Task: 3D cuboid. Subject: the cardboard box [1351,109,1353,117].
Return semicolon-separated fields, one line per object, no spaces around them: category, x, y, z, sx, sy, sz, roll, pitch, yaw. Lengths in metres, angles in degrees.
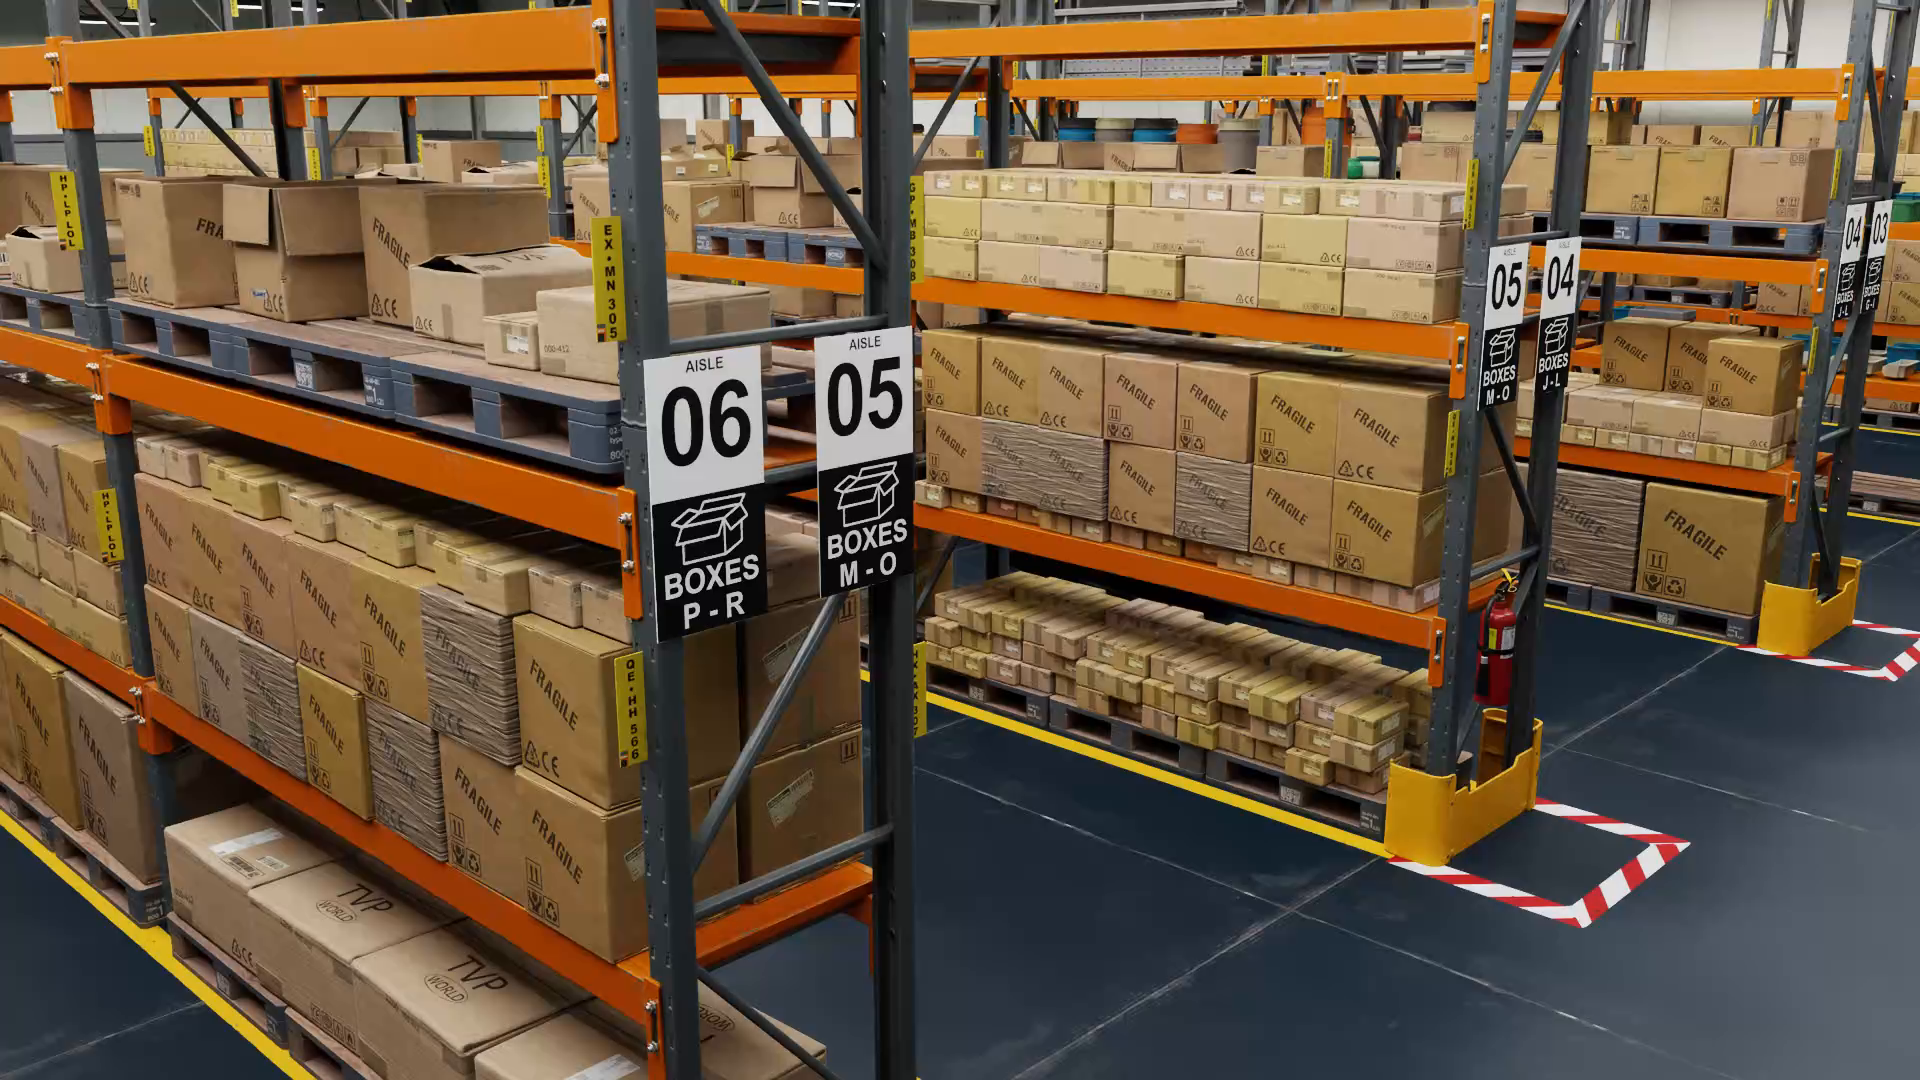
cardboard box;7.063;-7.664;30.546;0.500;0.500;0.500;-13;20;-41

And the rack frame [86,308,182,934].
rack frame;-3.418;0.358;7.926;0.127;3.000;1.000;14;20;42

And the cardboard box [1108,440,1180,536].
cardboard box;1.232;-0.349;9.854;0.500;0.500;0.500;-13;20;-41

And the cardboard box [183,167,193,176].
cardboard box;-8.305;-4.033;18.298;0.250;0.149;0.380;14;20;42

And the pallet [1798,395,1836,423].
pallet;10.833;-1.768;21.618;1.213;0.211;1.003;14;20;42

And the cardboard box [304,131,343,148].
cardboard box;-6.298;-3.932;16.327;0.250;0.149;0.380;13;20;42

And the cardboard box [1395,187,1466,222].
cardboard box;2.382;-1.677;8.302;0.250;0.149;0.380;13;20;42

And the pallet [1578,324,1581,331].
pallet;10.334;-3.626;28.746;1.213;0.211;1.003;14;20;42

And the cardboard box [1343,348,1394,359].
cardboard box;3.628;-1.745;14.217;0.500;0.500;0.500;14;20;42

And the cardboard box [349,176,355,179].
cardboard box;-6.027;-3.710;17.058;0.250;0.149;0.380;14;20;42

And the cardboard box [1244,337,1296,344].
cardboard box;2.995;-2.085;15.114;0.637;0.503;0.797;13;19;41

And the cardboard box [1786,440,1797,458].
cardboard box;6.314;-0.741;12.643;0.250;0.149;0.380;14;20;43

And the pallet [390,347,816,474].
pallet;-1.079;-0.478;5.363;1.213;0.211;1.003;14;20;42

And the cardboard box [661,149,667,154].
cardboard box;-2.463;-2.917;12.832;0.258;0.266;0.396;14;20;42

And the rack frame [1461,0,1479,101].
rack frame;7.460;-6.841;23.658;0.127;3.000;1.000;14;20;42

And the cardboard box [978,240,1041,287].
cardboard box;0.463;-1.722;10.258;0.500;0.250;0.500;13;20;41

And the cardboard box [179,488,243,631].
cardboard box;-2.884;0.043;6.955;0.500;0.500;0.500;13;20;41

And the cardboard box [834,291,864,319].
cardboard box;-0.986;-2.807;19.037;0.797;0.503;0.637;-12;19;-39

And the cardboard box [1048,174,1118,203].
cardboard box;0.735;-2.094;9.905;0.250;0.149;0.380;13;19;40

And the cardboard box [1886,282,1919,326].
cardboard box;11.614;-2.882;20.164;0.500;0.500;0.500;13;20;41

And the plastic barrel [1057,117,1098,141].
plastic barrel;1.657;-5.384;23.022;0.708;0.901;0.600;14;20;42

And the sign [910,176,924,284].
sign;-0.149;-0.954;5.124;0.005;0.325;0.100;14;20;42

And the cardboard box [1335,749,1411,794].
cardboard box;2.301;1.264;9.270;0.250;0.149;0.380;14;20;43

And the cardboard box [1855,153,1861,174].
cardboard box;10.878;-4.642;20.472;0.500;0.250;0.500;14;20;42

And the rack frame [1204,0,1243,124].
rack frame;5.137;-9.141;32.485;0.127;3.000;1.000;14;20;42

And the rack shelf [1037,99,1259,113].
rack shelf;3.141;-7.350;27.830;4.000;0.370;1.077;14;20;42

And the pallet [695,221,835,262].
pallet;-1.174;-2.227;12.271;1.003;0.211;1.213;14;20;42

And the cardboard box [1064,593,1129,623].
cardboard box;0.911;0.485;11.081;0.380;0.149;0.250;-14;20;-42

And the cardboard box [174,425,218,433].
cardboard box;-3.535;-0.303;8.283;0.500;0.500;0.500;14;20;43

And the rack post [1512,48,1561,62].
rack post;6.314;-5.359;18.121;0.954;0.300;0.937;13;20;41

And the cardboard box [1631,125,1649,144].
cardboard box;9.066;-5.324;22.555;0.600;0.600;0.600;13;19;40

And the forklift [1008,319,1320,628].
forklift;1.776;-0.914;12.945;1.130;2.935;3.031;-13;20;-41

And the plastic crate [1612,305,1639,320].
plastic crate;7.472;-2.341;18.199;0.575;0.384;0.392;14;20;42

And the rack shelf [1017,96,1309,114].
rack shelf;2.580;-5.751;21.695;4.000;0.370;1.077;14;20;42

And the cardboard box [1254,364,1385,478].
cardboard box;1.958;-0.658;9.054;0.500;0.500;0.500;13;19;40

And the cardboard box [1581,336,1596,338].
cardboard box;9.051;-2.639;23.514;0.500;0.500;0.500;13;19;40

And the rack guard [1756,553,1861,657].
rack guard;6.358;0.473;12.442;0.348;0.500;1.175;14;20;42

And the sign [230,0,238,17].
sign;-8.306;-6.148;18.987;0.005;0.325;0.100;14;20;42

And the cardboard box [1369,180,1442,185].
cardboard box;2.434;-1.878;9.076;0.250;0.149;0.380;14;20;42

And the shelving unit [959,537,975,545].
shelving unit;0.006;-0.434;15.131;0.210;0.900;0.258;14;20;42

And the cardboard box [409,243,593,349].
cardboard box;-1.581;-0.873;5.847;0.500;0.311;0.500;-14;20;-43

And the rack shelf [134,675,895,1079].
rack shelf;-1.978;1.056;6.674;4.000;0.370;1.077;14;20;42

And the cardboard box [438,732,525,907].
cardboard box;-1.420;0.883;5.714;0.500;0.500;0.500;13;20;41

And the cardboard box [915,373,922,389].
cardboard box;-0.224;-1.128;12.114;0.380;0.149;0.250;-14;20;-43

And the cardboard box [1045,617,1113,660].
cardboard box;0.753;0.624;10.549;0.380;0.149;0.250;-14;20;-43

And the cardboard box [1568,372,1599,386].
cardboard box;5.065;-1.214;13.666;0.500;0.250;0.500;13;20;41

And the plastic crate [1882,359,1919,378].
plastic crate;9.066;-1.651;16.041;0.243;0.136;0.396;14;20;42

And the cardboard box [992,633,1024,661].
cardboard box;0.429;0.660;10.999;0.250;0.149;0.380;14;20;42

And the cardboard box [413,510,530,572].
cardboard box;-1.671;0.006;5.812;0.250;0.149;0.380;13;20;42

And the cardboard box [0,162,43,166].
cardboard box;-5.921;-2.008;10.021;0.637;0.503;0.797;12;19;39

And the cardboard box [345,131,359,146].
cardboard box;-6.024;-4.095;16.955;0.250;0.149;0.380;13;20;42

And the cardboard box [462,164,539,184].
cardboard box;-3.895;-3.046;14.190;0.500;0.311;0.500;14;20;42

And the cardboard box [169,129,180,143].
cardboard box;-8.494;-4.465;18.375;0.250;0.149;0.380;14;20;43

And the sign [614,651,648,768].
sign;-0.925;0.479;4.695;0.005;0.325;0.100;14;20;42

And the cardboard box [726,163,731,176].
cardboard box;-2.733;-4.417;19.811;0.380;0.149;0.250;-14;20;-43

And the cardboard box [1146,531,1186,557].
cardboard box;1.326;-0.027;9.903;0.250;0.149;0.380;14;20;43

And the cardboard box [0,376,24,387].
cardboard box;-5.748;-0.658;9.646;0.500;0.500;0.500;14;20;42

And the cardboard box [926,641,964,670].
cardboard box;-0.015;0.740;11.281;0.250;0.149;0.380;13;19;40
